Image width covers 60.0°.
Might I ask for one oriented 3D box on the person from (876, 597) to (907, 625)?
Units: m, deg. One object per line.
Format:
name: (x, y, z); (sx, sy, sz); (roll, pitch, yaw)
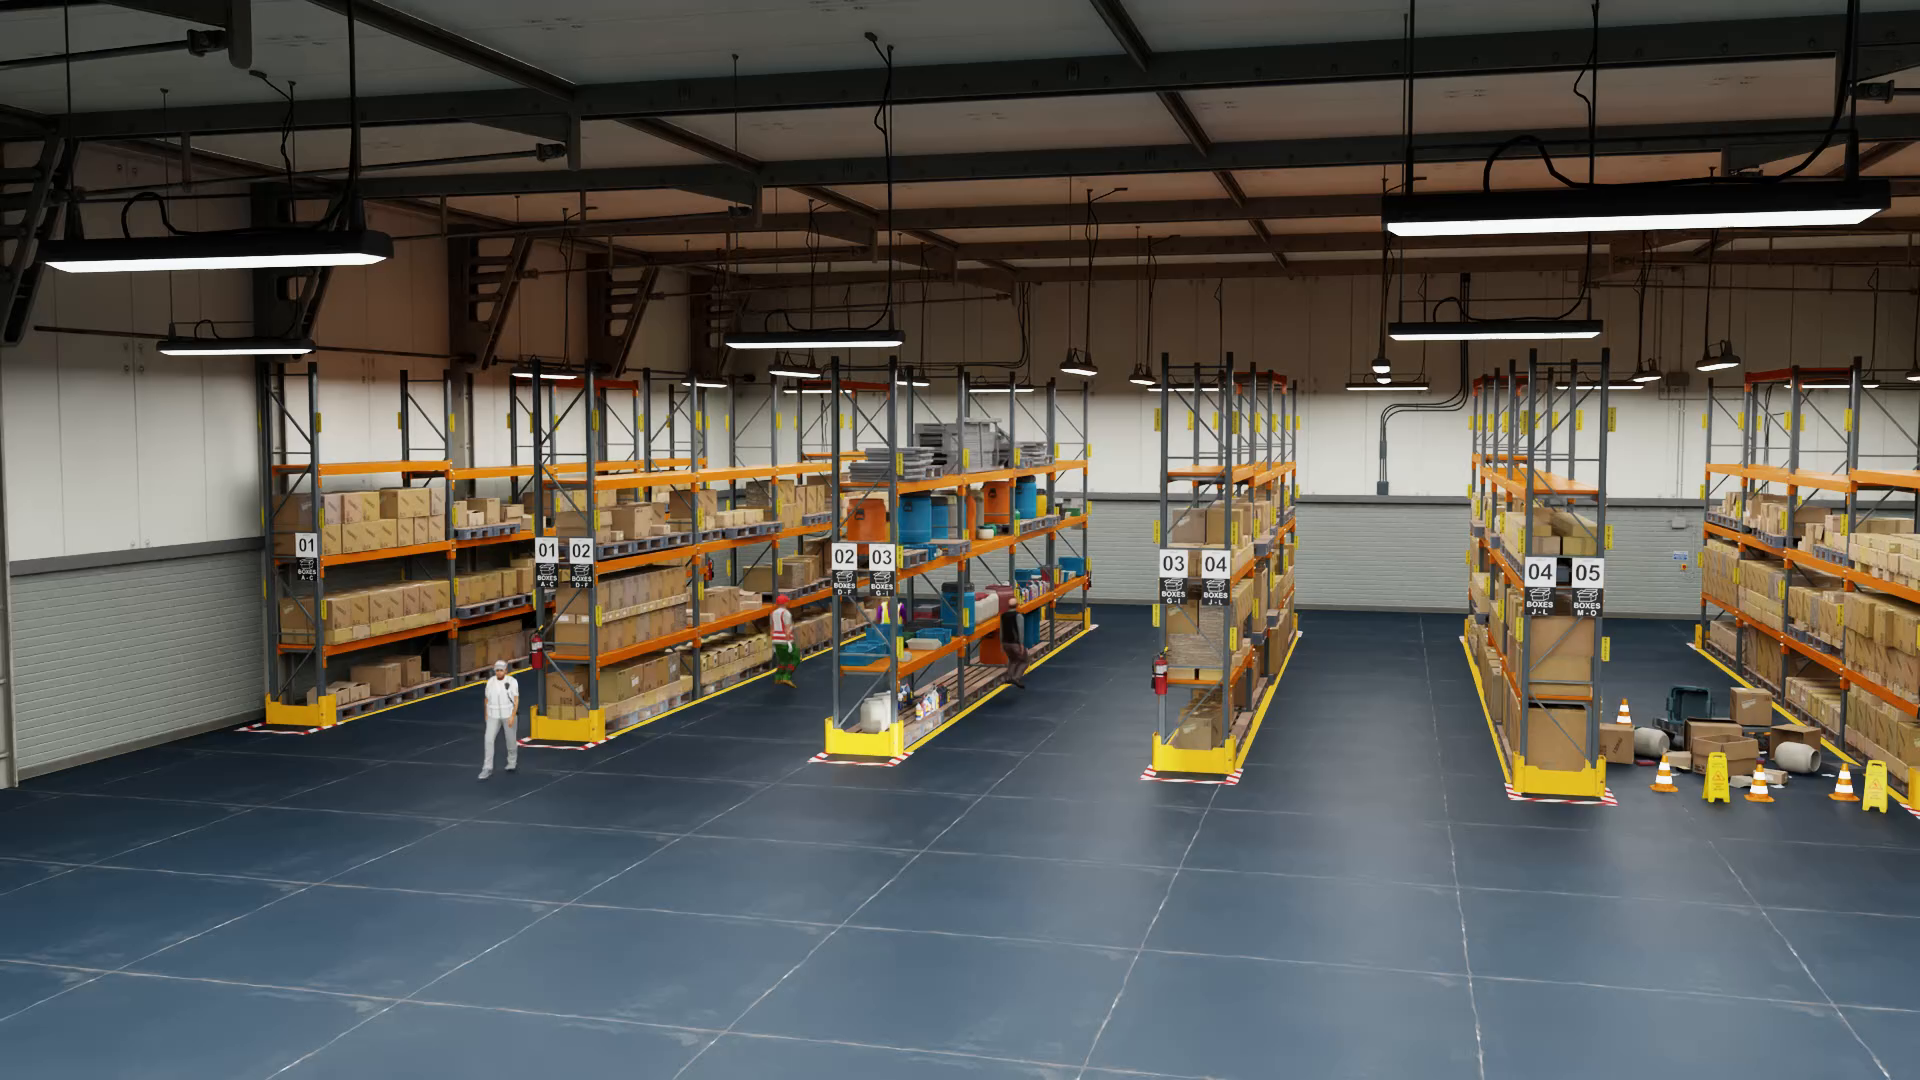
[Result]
person: (-1.339, 1.685, 31.897); (0.575, 1.512, 1.047); (1, 4, 10)

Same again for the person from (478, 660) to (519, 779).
person: (-6.536, 2.514, 23.615); (0.530, 1.609, 0.945); (-1, 4, -9)

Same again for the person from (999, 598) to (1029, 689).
person: (0.963, 1.869, 30.142); (0.548, 1.624, 0.479); (2, 5, 32)

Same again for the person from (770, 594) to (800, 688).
person: (-3.215, 1.833, 30.178); (0.558, 1.699, 0.515); (2, 4, 26)
